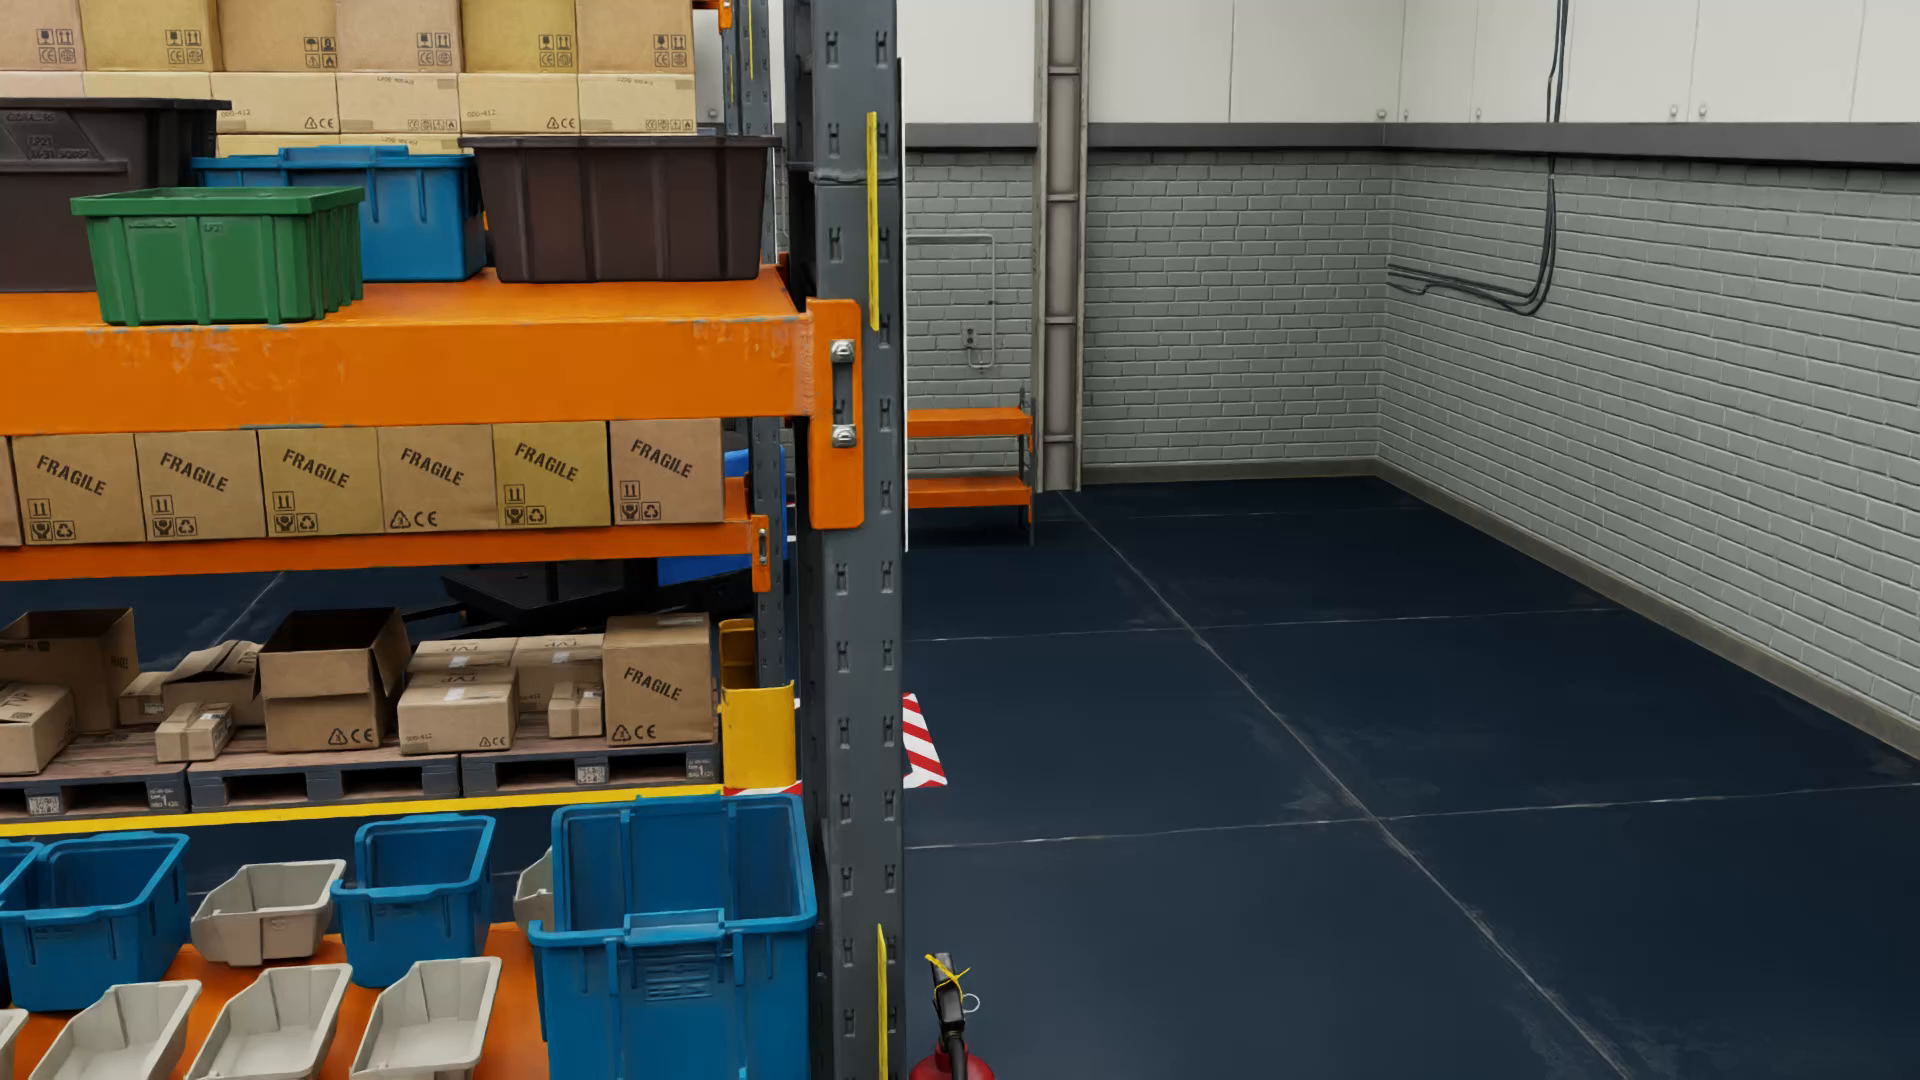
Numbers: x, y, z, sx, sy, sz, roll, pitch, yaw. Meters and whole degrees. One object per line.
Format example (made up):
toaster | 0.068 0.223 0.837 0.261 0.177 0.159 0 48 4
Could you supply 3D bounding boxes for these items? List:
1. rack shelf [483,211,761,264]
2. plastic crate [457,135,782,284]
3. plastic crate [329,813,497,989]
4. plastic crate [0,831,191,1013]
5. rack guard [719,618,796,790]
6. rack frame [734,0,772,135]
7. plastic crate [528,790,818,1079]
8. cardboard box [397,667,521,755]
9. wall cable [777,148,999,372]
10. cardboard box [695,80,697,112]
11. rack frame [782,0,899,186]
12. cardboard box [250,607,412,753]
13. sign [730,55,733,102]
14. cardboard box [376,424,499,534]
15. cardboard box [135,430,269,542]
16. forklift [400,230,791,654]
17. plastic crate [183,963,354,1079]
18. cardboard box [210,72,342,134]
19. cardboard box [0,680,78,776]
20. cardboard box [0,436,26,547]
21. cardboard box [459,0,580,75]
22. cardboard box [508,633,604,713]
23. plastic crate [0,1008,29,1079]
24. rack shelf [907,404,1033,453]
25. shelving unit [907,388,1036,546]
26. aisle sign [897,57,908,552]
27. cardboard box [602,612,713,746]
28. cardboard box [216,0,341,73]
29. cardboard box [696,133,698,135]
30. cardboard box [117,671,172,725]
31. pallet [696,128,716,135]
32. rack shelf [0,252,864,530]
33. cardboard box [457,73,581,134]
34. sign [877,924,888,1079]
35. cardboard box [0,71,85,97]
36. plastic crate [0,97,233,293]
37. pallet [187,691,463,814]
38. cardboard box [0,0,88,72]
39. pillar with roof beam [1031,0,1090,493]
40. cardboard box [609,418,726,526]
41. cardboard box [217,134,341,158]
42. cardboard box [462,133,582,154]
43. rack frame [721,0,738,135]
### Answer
rack shelf | -2.944 -1.441 7.615 4.000 0.370 1.077 -2 14 -8
plastic crate | -0.654 -0.661 3.293 0.590 0.269 0.497 -2 14 -8
plastic crate | -1.176 0.790 3.628 0.300 0.233 0.416 -2 14 -8
plastic crate | -1.827 0.813 3.533 0.300 0.233 0.416 -2 14 -8
rack guard | -1.041 0.807 8.475 0.348 0.500 1.175 -2 14 -8
rack frame | -0.966 -3.318 7.452 0.127 3.000 1.000 -2 14 -8
plastic crate | -0.535 0.795 3.191 0.499 0.435 0.616 -2 14 -8
cardboard box | -2.411 0.819 8.039 0.500 0.250 0.500 -2 14 -8
wall cable | -0.583 -2.366 13.901 1.851 1.984 0.084 -2 14 -8
cardboard box | -1.513 -2.076 7.950 0.500 0.250 0.500 -2 14 -8
rack frame | -0.232 -2.126 2.700 0.127 3.000 1.000 -2 14 -8
cardboard box | -3.065 0.665 8.130 0.637 0.503 0.797 -2 14 -8
sign | -1.641 -3.314 11.947 0.005 0.325 0.100 -2 14 -8
cardboard box | -2.375 -0.338 7.698 0.500 0.500 0.500 -2 14 -8
cardboard box | -3.376 -0.301 7.551 0.500 0.500 0.500 -2 14 -9
forklift | -2.544 -0.845 10.067 3.031 2.935 1.130 -13 19 -41
plastic crate | -1.300 0.963 3.135 0.243 0.136 0.396 -2 14 -8
cardboard box | -2.919 -1.897 7.236 0.500 0.250 0.500 -2 14 -8
cardboard box | -4.474 0.865 7.730 0.500 0.311 0.500 -2 14 -8
cardboard box | -4.377 -0.264 7.404 0.500 0.500 0.500 -2 14 -7
cardboard box | -1.979 -2.376 7.602 0.500 0.500 0.700 -2 14 -8
cardboard box | -2.041 0.682 8.584 0.500 0.250 0.500 -2 14 -8
plastic crate | -1.862 0.994 3.011 0.250 0.136 0.298 -2 14 -8
rack shelf | 0.007 -0.830 12.515 1.000 0.278 0.538 -2 14 -8
shelving unit | 0.007 -0.546 12.586 1.048 1.125 0.538 -2 14 -8
aisle sign | -0.117 -0.409 2.843 0.004 0.787 0.394 -2 14 -8
cardboard box | -1.467 0.670 8.117 0.500 0.500 0.500 -2 14 -8
cardboard box | -2.966 -2.336 7.444 0.500 0.500 0.700 -2 14 -8
cardboard box | -1.512 -1.833 8.005 0.500 0.250 0.500 -2 14 -8
cardboard box | -4.039 0.790 8.363 0.250 0.149 0.380 -2 14 -8
pallet | -2.440 -2.982 12.461 1.213 0.211 1.003 -2 14 -8
rack shelf | -2.210 -0.250 2.864 4.000 0.370 1.077 -2 14 -8
cardboard box | -1.931 -1.934 7.383 0.500 0.250 0.500 -2 14 -8
sign | -0.134 0.836 2.885 0.005 0.325 0.100 -2 14 -8
cardboard box | -3.910 -1.864 7.102 0.500 0.250 0.500 -2 14 -8
plastic crate | -1.784 -0.652 3.116 0.767 0.338 0.504 -2 14 -8
pallet | -3.033 1.020 8.221 1.213 0.211 1.003 -2 14 -8
cardboard box | -3.931 -2.262 7.148 0.500 0.500 0.700 -2 14 -8
pillar with roof beam | 1.474 -3.780 9.293 0.400 9.000 9.100 -2 14 -8
cardboard box | -1.369 -0.375 7.844 0.500 0.500 0.500 -2 14 -7
cardboard box | -2.920 -1.657 7.305 0.500 0.250 0.500 -2 14 -8
cardboard box | -1.931 -1.692 7.446 0.500 0.250 0.500 -2 14 -8
rack frame | -1.708 -4.509 12.203 0.127 3.000 1.000 -2 14 -8
